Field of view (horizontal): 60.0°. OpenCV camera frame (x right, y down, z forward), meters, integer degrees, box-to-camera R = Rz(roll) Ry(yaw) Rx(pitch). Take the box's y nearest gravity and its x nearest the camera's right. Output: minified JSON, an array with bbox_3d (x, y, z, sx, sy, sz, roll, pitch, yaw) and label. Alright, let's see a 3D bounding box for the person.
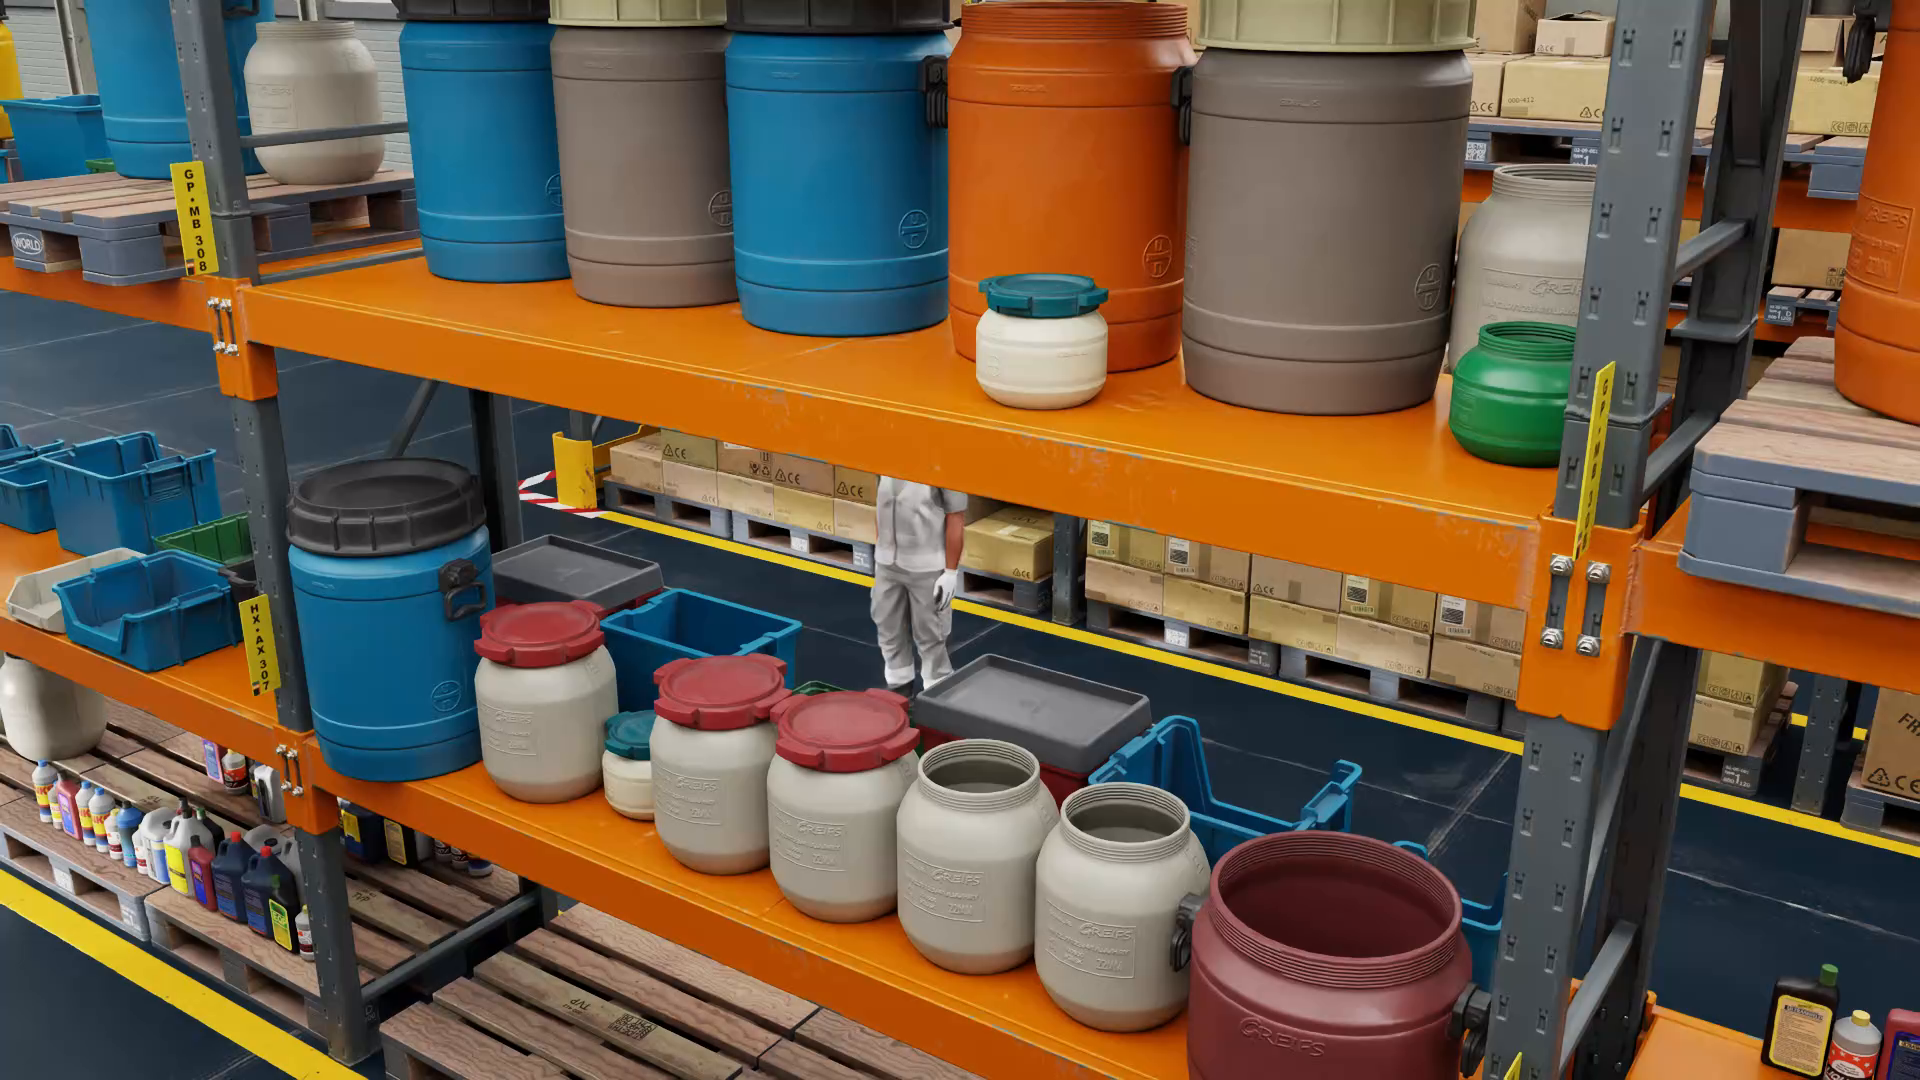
[{"bbox_3d":[-0.216,0.142,8.146,0.526,1.780,0.350,13,24,33],"label":"person"}]
